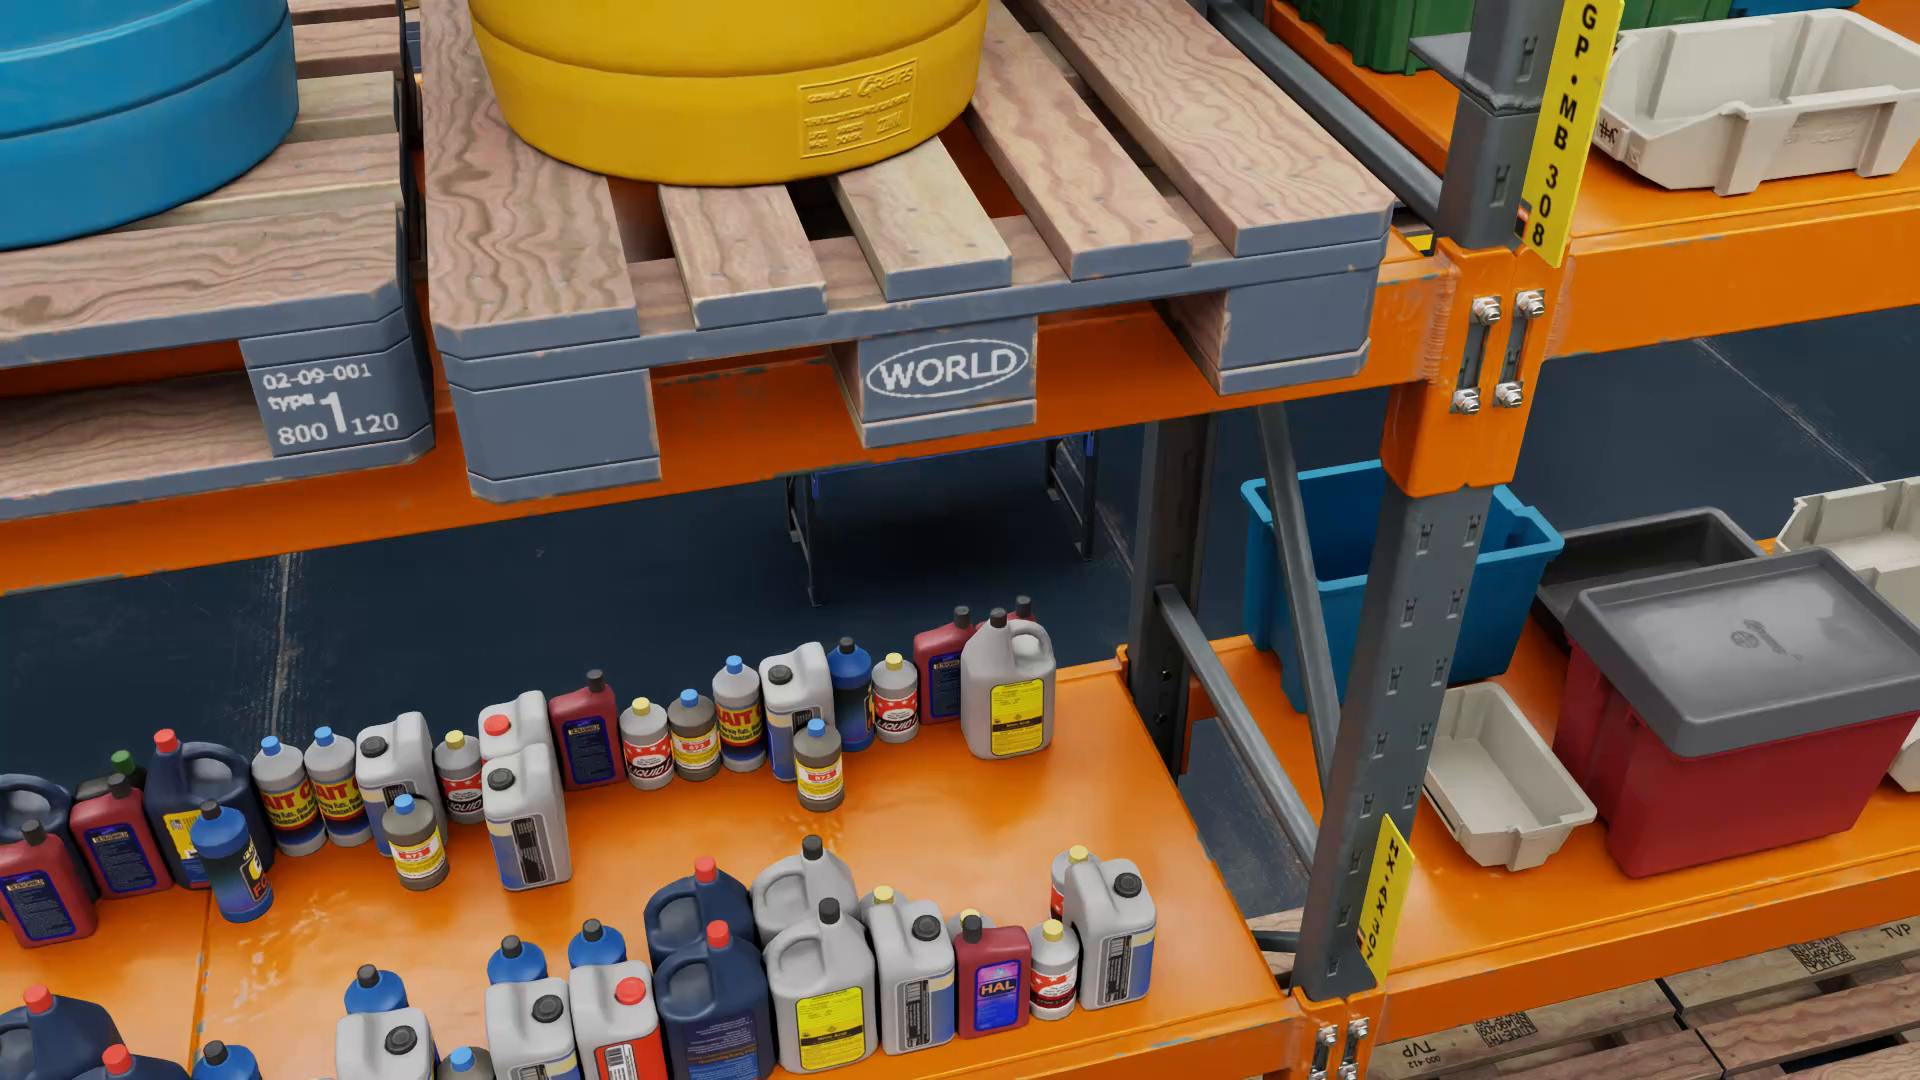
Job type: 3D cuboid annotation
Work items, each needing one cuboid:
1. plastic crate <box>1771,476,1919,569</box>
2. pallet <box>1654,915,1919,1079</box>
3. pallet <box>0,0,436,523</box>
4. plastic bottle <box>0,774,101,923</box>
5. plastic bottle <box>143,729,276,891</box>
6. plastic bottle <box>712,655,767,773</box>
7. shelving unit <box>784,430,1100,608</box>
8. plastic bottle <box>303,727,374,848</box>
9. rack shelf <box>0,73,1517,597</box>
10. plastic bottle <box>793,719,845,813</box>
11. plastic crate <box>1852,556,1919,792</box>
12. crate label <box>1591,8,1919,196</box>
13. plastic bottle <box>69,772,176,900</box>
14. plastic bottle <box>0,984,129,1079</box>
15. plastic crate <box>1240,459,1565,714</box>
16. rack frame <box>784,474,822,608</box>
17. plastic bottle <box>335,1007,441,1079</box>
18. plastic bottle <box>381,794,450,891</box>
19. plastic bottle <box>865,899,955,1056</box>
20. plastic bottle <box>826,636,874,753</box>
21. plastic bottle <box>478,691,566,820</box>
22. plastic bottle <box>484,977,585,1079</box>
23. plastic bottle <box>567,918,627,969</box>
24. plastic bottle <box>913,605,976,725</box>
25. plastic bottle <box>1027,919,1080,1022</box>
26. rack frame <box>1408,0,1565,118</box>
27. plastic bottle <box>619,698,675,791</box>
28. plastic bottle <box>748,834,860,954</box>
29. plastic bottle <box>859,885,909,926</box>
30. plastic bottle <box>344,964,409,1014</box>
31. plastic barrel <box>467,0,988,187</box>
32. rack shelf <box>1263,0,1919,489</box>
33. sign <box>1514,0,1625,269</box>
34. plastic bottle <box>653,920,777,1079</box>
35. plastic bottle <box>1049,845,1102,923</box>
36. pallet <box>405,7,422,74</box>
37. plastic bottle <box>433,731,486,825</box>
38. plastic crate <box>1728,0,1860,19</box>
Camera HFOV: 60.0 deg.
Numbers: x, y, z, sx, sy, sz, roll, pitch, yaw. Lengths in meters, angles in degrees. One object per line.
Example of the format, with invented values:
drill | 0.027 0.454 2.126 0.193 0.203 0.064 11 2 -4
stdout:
plastic crate | 2.166 0.018 3.926 0.466 0.136 0.293 -9 38 -12
pallet | 2.443 1.162 4.558 1.213 0.211 1.003 -9 38 -12
pallet | -1.262 -0.365 1.944 1.213 0.211 1.003 -9 38 -12
plastic bottle | -1.751 0.546 3.108 0.185 0.351 0.144 -9 38 -12
plastic bottle | -1.444 0.496 3.174 0.185 0.351 0.144 -9 38 -12
plastic bottle | -0.455 0.350 3.429 0.097 0.271 0.097 0 37 0
shelving unit | -0.082 -0.582 5.777 1.048 1.500 0.538 -9 38 -12
plastic bottle | -1.220 0.476 3.265 0.097 0.271 0.097 0 37 0
rack shelf | -1.367 -0.200 2.166 4.000 0.370 1.077 -9 38 -12
plastic bottle | -0.286 0.446 3.362 0.097 0.201 0.097 0 37 0
plastic crate | 2.086 0.278 3.466 0.530 0.282 0.437 -9 38 -12
crate label | 1.111 -0.606 2.321 0.466 0.136 0.293 -9 38 -12
plastic bottle | -1.592 0.559 3.147 0.133 0.283 0.061 -9 38 -12
plastic bottle | -1.472 0.853 2.707 0.185 0.351 0.144 -9 38 -12
plastic crate | 0.925 0.097 3.618 0.575 0.384 0.392 -9 38 -12
rack frame | -0.573 -0.502 5.671 0.032 1.500 0.500 -9 38 -12
plastic bottle | -0.926 0.886 2.725 0.135 0.276 0.152 -9 38 -12
plastic bottle | -1.050 0.571 3.198 0.097 0.201 0.097 0 37 0
plastic bottle | -0.086 0.748 2.905 0.135 0.276 0.152 -9 38 -12
plastic bottle | -0.231 0.313 3.477 0.097 0.271 0.097 0 37 0
plastic bottle | -0.877 0.435 3.315 0.135 0.276 0.152 -9 38 -12
plastic bottle | -0.702 0.849 2.773 0.135 0.276 0.152 -9 38 -12
plastic bottle | -0.623 0.760 2.894 0.097 0.271 0.097 0 37 0
plastic bottle | -0.031 0.264 3.532 0.133 0.283 0.061 -9 38 -12
plastic bottle | 0.162 0.754 2.959 0.097 0.201 0.097 0 37 0
rack frame | 0.563 -1.994 1.450 0.127 3.000 1.000 -9 38 -12
plastic bottle | -0.643 0.409 3.410 0.097 0.201 0.097 0 37 0
plastic bottle | -0.276 0.661 2.957 0.185 0.351 0.144 -9 38 -12
plastic bottle | -0.136 0.707 3.020 0.097 0.201 0.097 0 37 0
plastic bottle | -0.977 0.818 2.818 0.097 0.271 0.097 0 37 0
plastic barrel | -0.265 -0.780 1.832 0.600 0.588 0.600 0 37 0
rack shelf | 2.494 -0.834 2.994 4.000 0.370 1.077 -9 38 -12
sign | 0.705 -0.483 1.937 0.005 0.325 0.100 -9 38 -12
plastic bottle | -0.417 0.775 2.808 0.185 0.351 0.144 -9 38 -12
plastic bottle | 0.217 0.650 3.096 0.097 0.201 0.097 0 37 0
pallet | -2.710 -2.118 6.708 1.213 0.211 1.003 -9 38 -12
plastic bottle | -0.996 0.467 3.335 0.097 0.201 0.097 0 37 0
plastic crate | 1.359 -1.068 2.846 0.300 0.233 0.416 -9 38 -12
